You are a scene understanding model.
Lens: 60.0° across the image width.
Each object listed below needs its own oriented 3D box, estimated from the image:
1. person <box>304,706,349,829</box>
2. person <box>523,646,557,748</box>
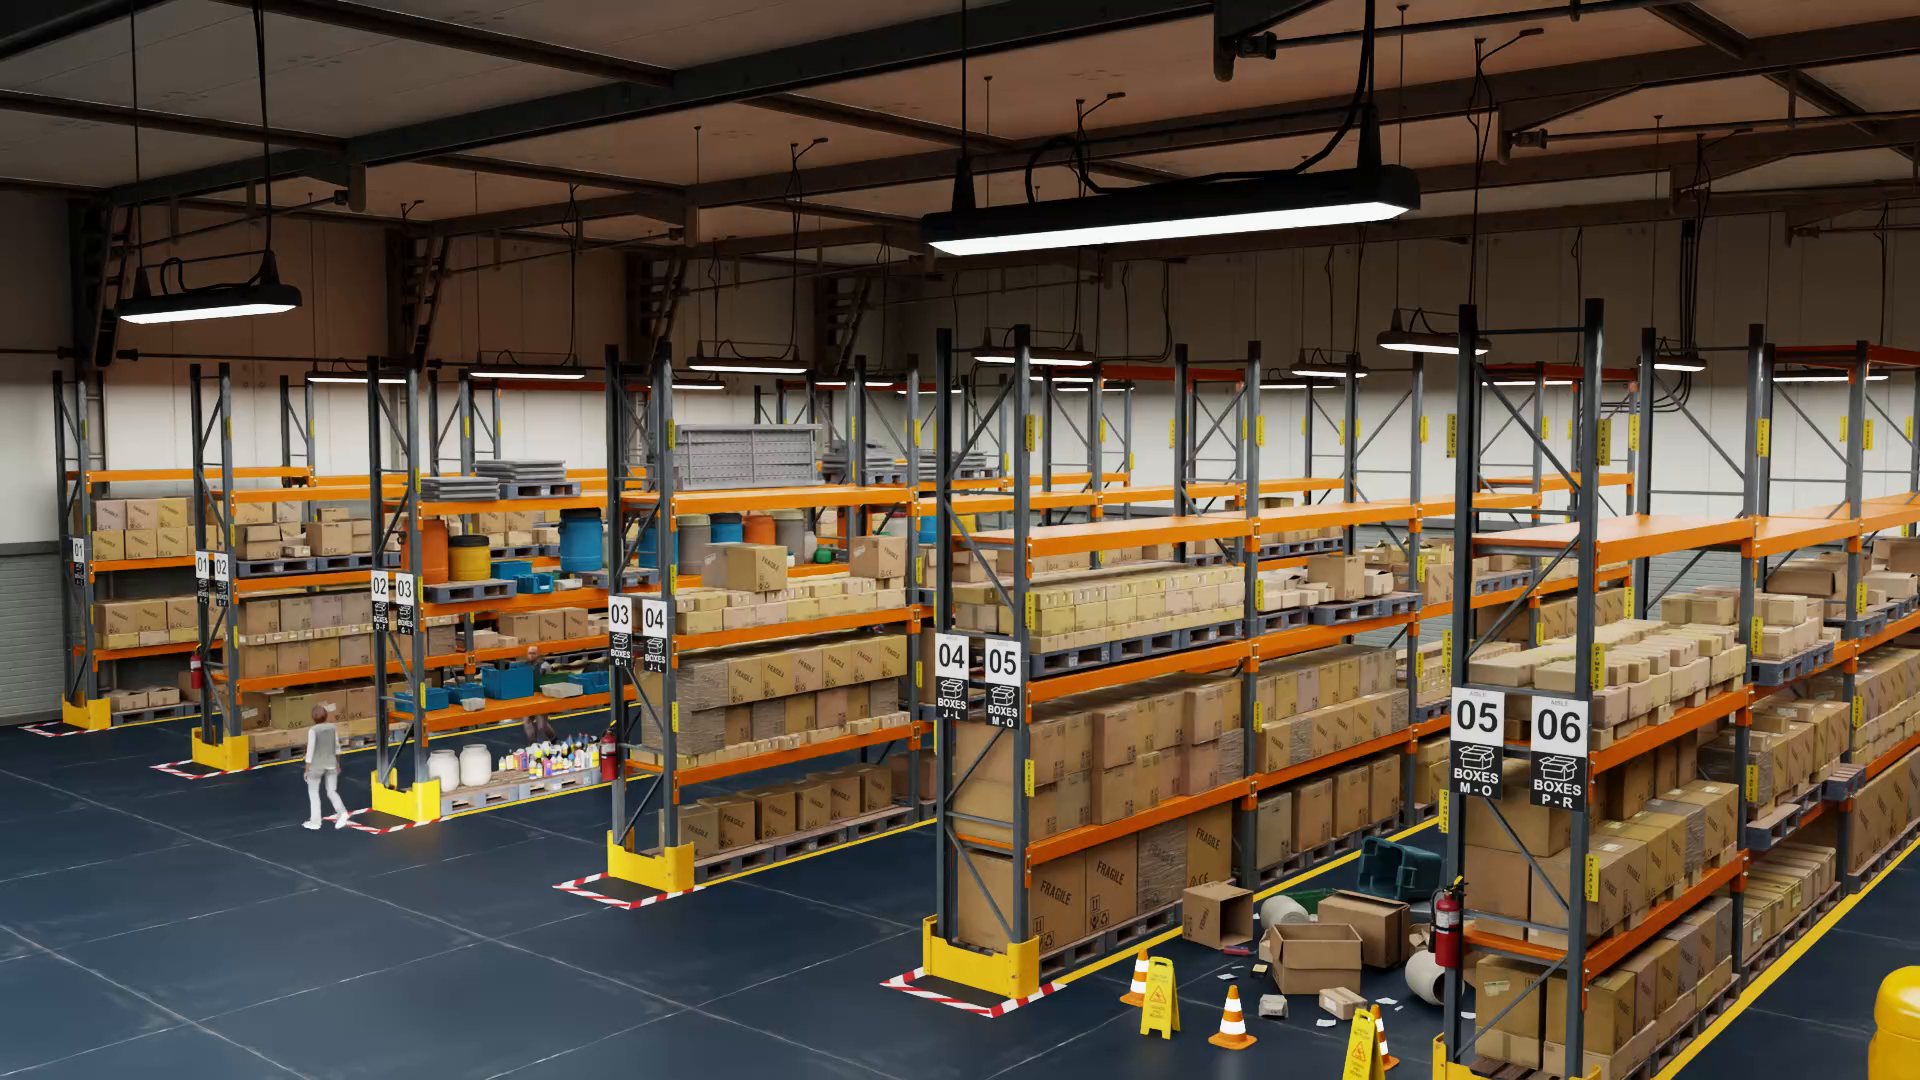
[{"bbox_3d":[-7.979,2.867,20.882,0.733,1.569,0.505,4,6,42],"label":"person"},{"bbox_3d":[-6.498,2.466,25.700,0.620,1.709,0.581,2,4,21],"label":"person"}]
